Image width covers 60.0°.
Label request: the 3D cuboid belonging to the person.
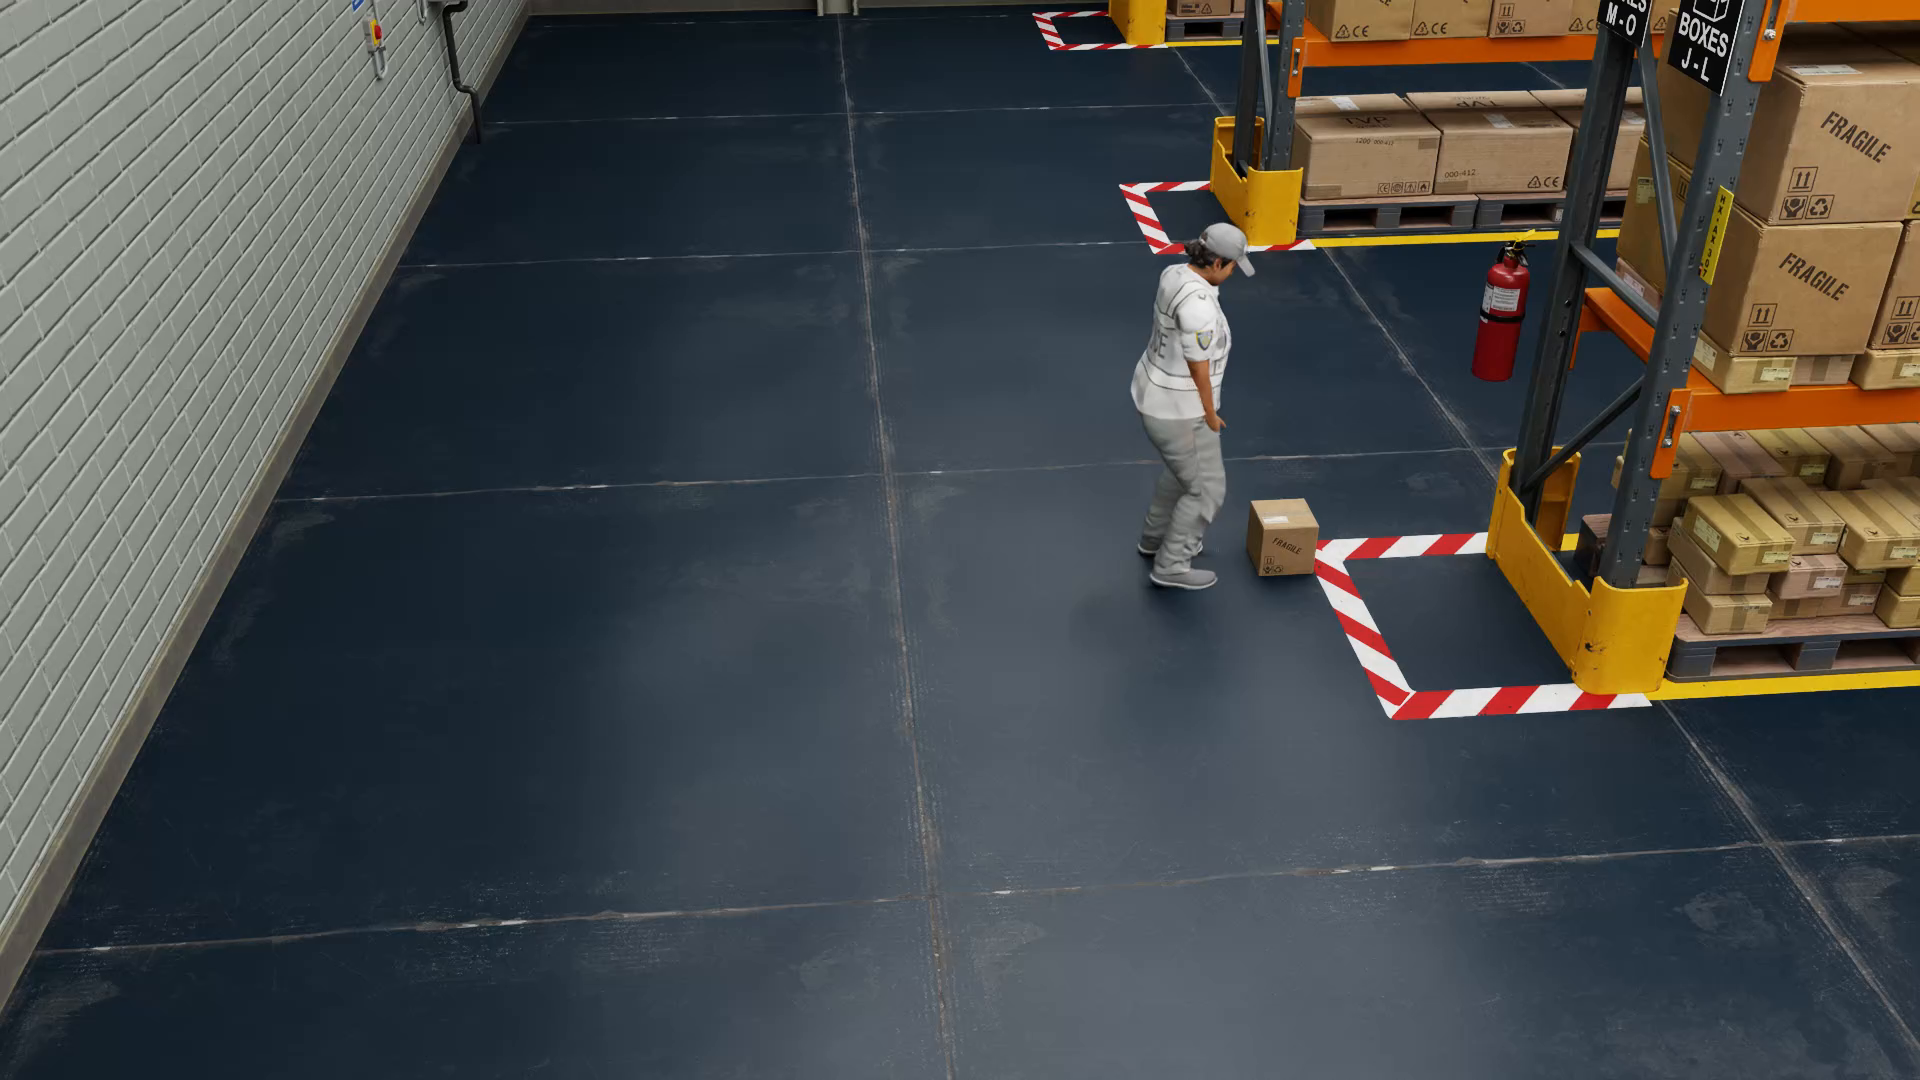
[{"bbox_3d":[0.976,-0.581,7.146,0.479,1.621,0.496,-2,31,-3],"label":"person"}]
